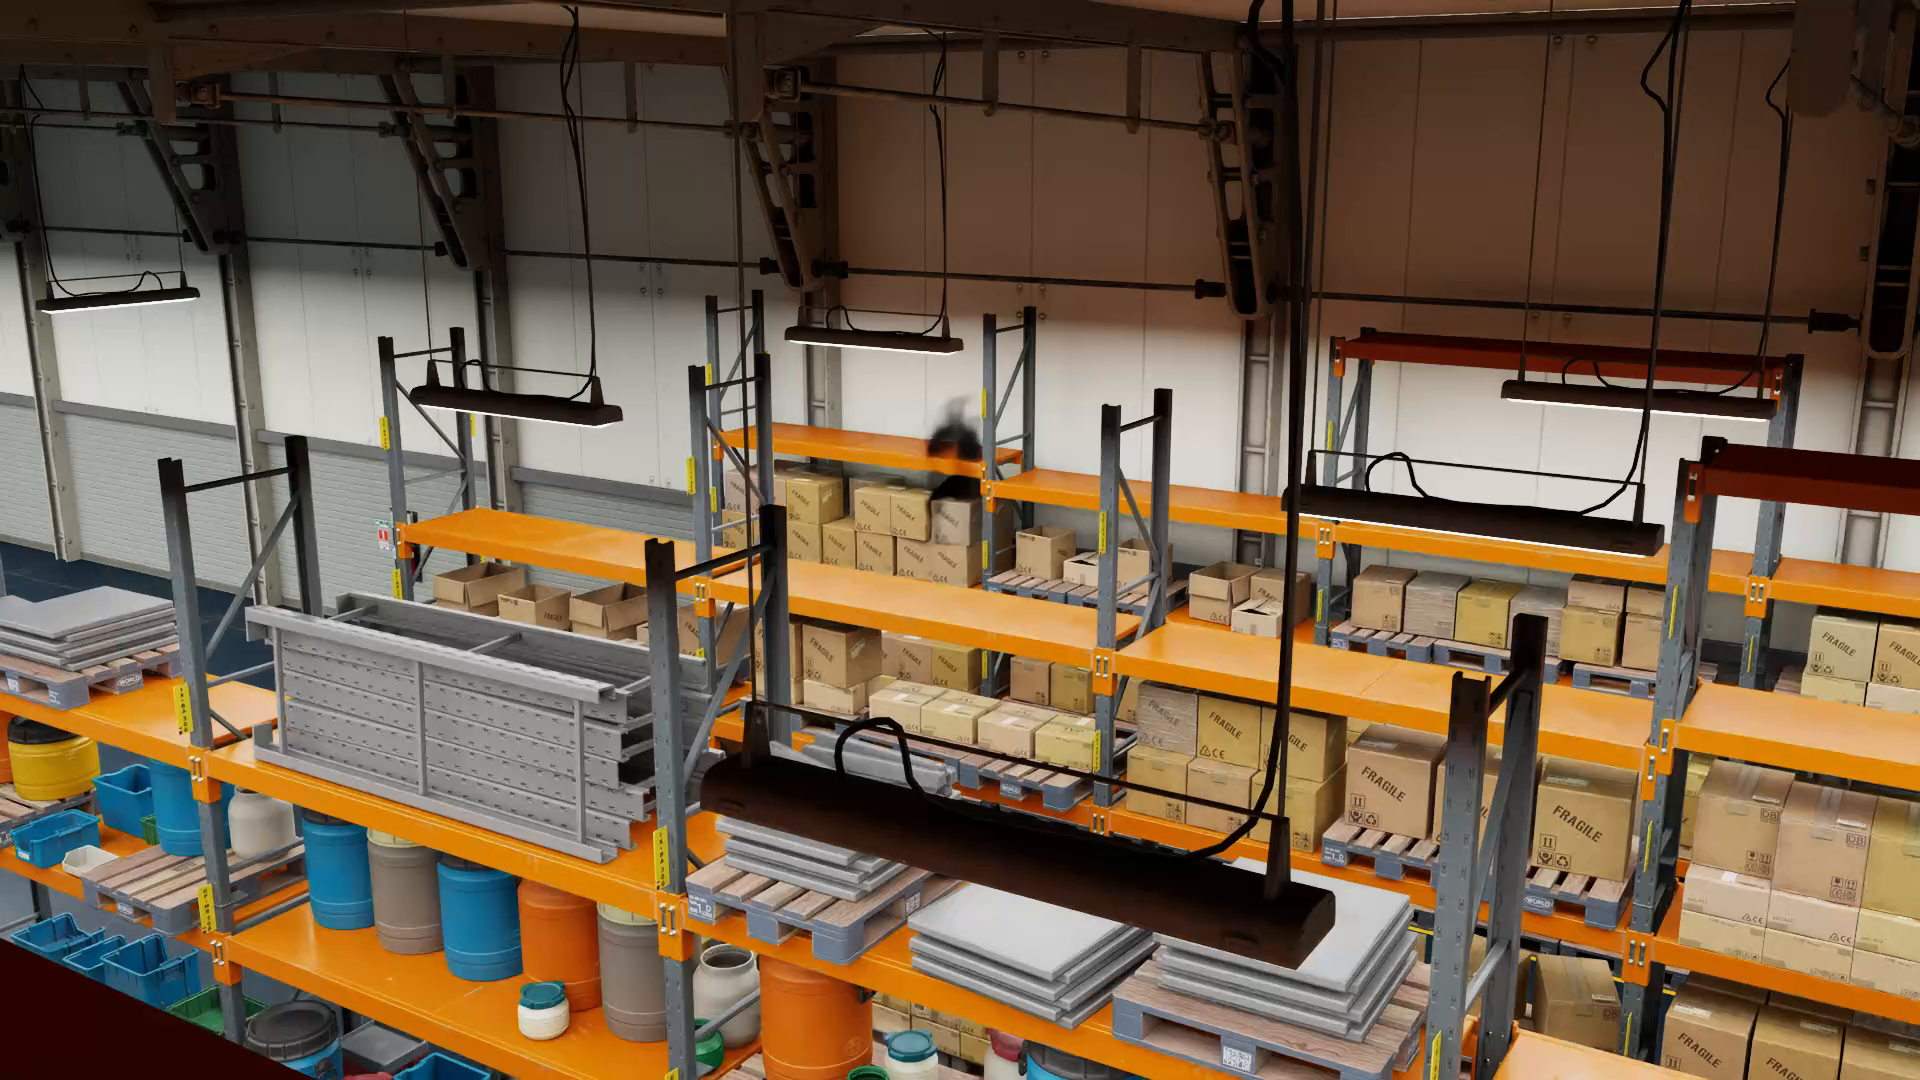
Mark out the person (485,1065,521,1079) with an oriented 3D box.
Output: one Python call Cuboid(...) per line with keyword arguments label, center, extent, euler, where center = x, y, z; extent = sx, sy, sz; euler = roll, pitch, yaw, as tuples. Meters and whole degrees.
Cuboid(label="person", center=(-4.020, 3.842, 14.034), extent=(0.716, 1.792, 0.623), euler=(4, 14, 14))
